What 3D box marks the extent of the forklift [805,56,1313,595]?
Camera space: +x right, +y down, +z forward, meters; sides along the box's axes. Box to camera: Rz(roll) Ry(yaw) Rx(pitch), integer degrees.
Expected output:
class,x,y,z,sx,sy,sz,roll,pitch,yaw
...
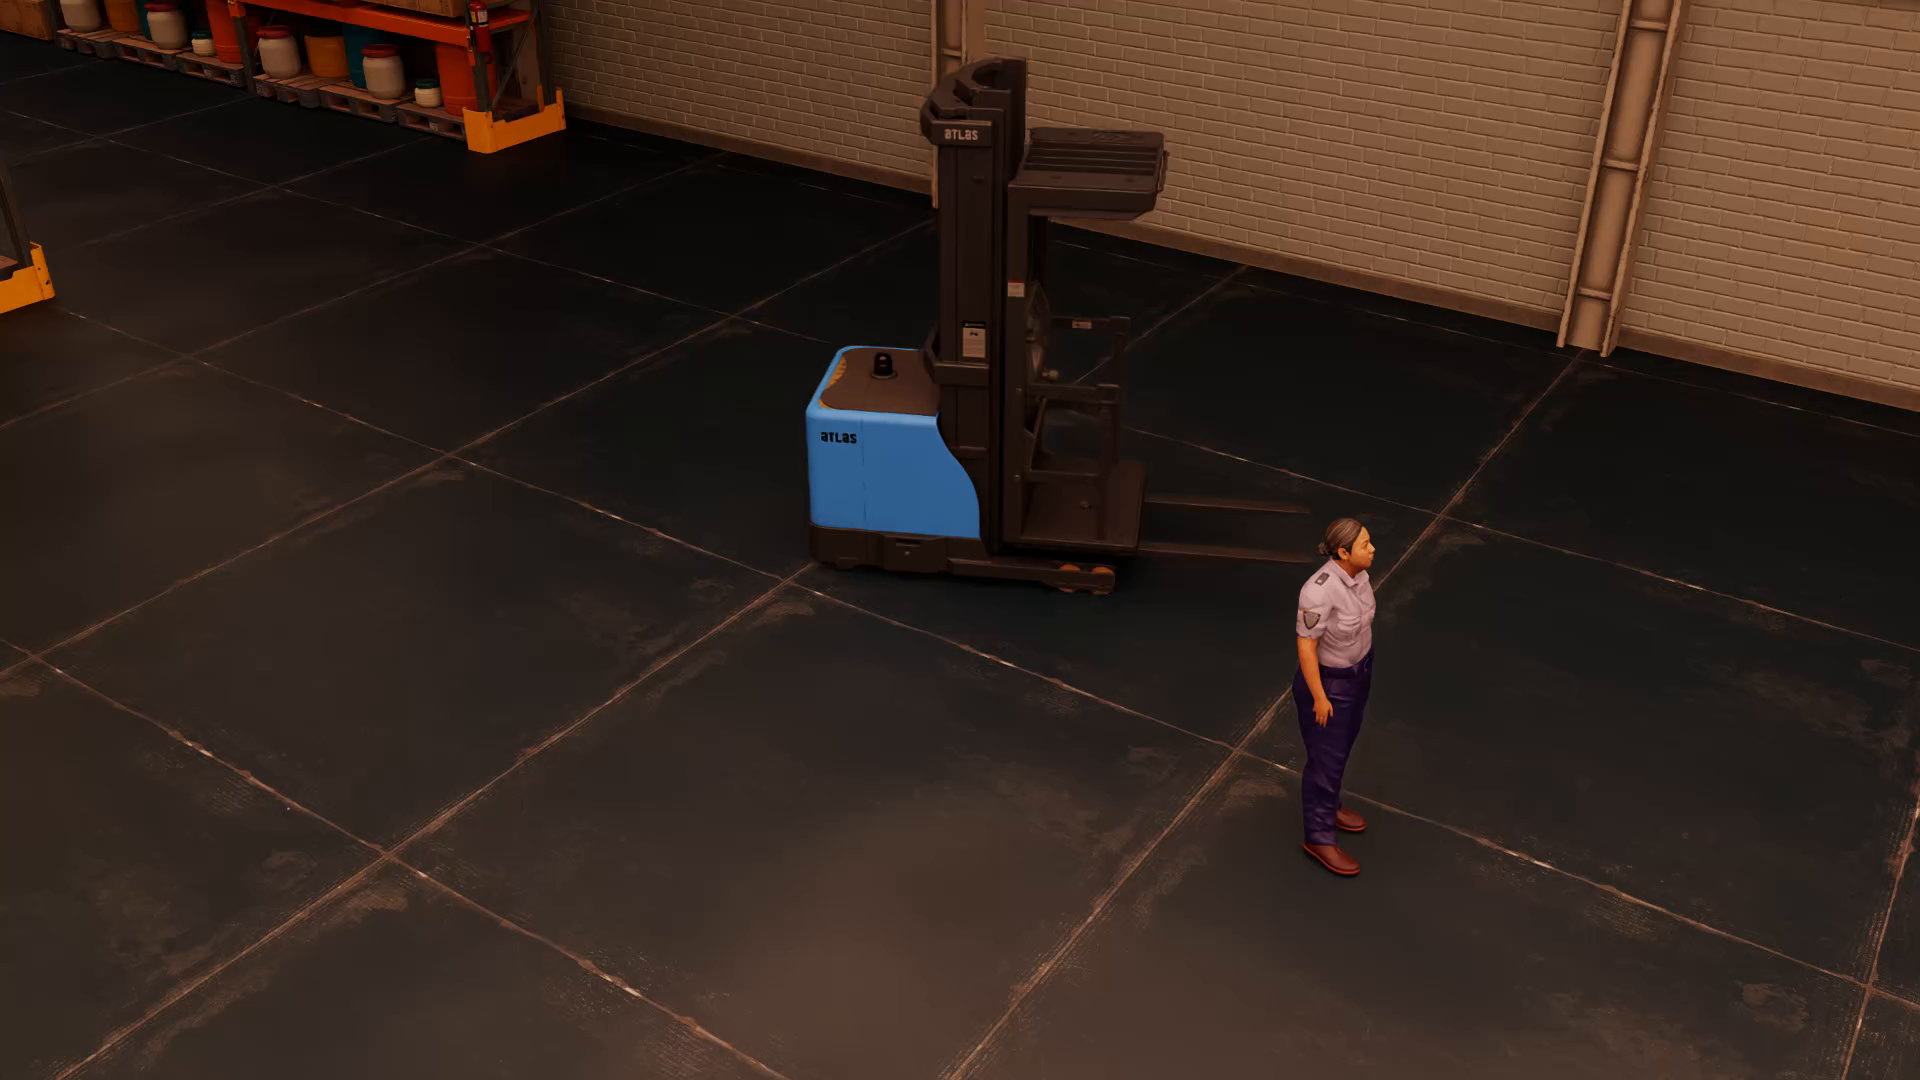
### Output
class,x,y,z,sx,sy,sz,roll,pitch,yaw
forklift,0.640,-1.225,9.691,3.031,2.935,1.130,4,30,8

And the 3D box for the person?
class,x,y,z,sx,sy,sz,roll,pitch,yaw
person,1.803,0.690,7.670,0.502,1.638,0.596,20,36,30
